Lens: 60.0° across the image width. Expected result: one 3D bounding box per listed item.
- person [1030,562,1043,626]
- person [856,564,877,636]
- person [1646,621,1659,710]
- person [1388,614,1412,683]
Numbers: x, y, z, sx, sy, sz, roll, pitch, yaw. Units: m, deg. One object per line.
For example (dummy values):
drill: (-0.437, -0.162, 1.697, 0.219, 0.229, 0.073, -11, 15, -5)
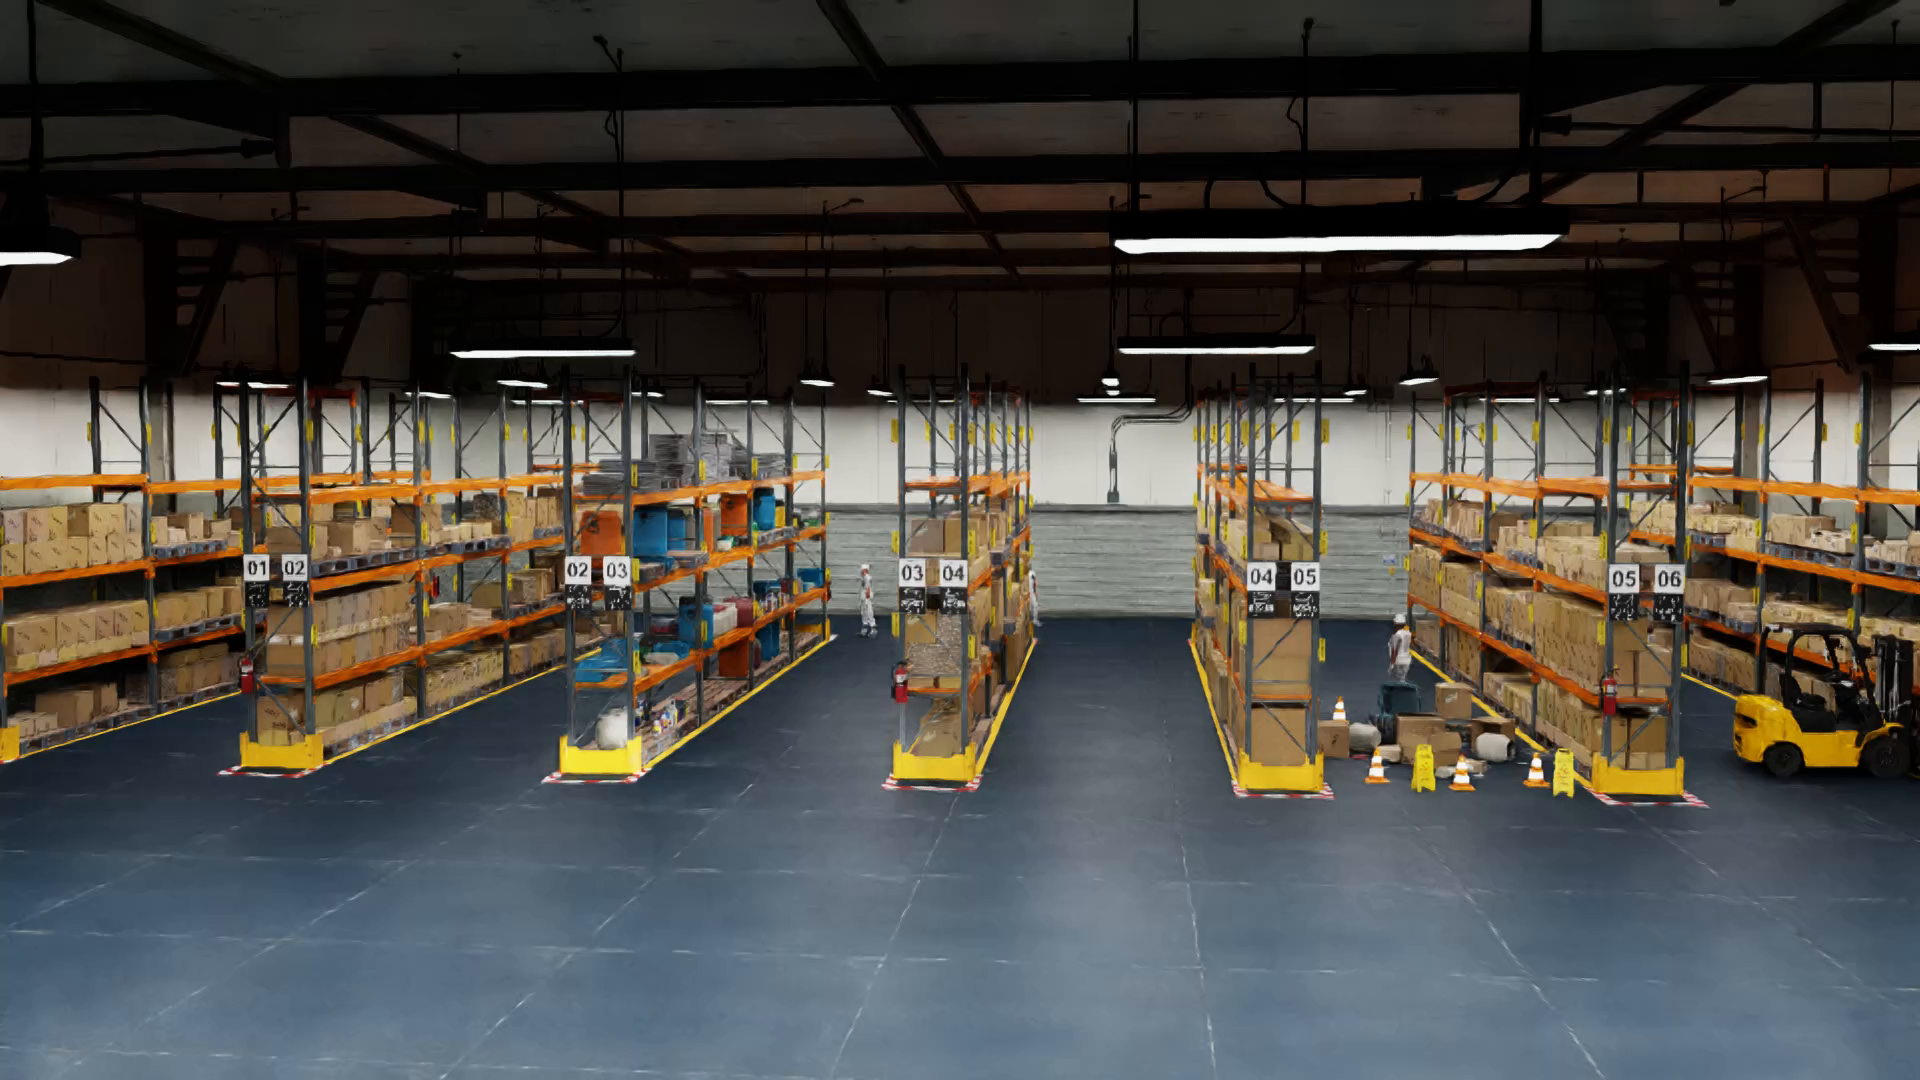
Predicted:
person: (1.735, 1.379, 43.181, 0.706, 1.695, 0.843, -1, 4, -12)
person: (-2.317, 1.474, 40.985, 0.499, 1.790, 0.643, 0, 4, -5)
person: (12.420, 2.263, 30.074, 0.527, 1.592, 0.522, 3, 4, 35)
person: (7.779, 2.201, 29.536, 0.577, 1.783, 0.662, 2, 4, 34)
